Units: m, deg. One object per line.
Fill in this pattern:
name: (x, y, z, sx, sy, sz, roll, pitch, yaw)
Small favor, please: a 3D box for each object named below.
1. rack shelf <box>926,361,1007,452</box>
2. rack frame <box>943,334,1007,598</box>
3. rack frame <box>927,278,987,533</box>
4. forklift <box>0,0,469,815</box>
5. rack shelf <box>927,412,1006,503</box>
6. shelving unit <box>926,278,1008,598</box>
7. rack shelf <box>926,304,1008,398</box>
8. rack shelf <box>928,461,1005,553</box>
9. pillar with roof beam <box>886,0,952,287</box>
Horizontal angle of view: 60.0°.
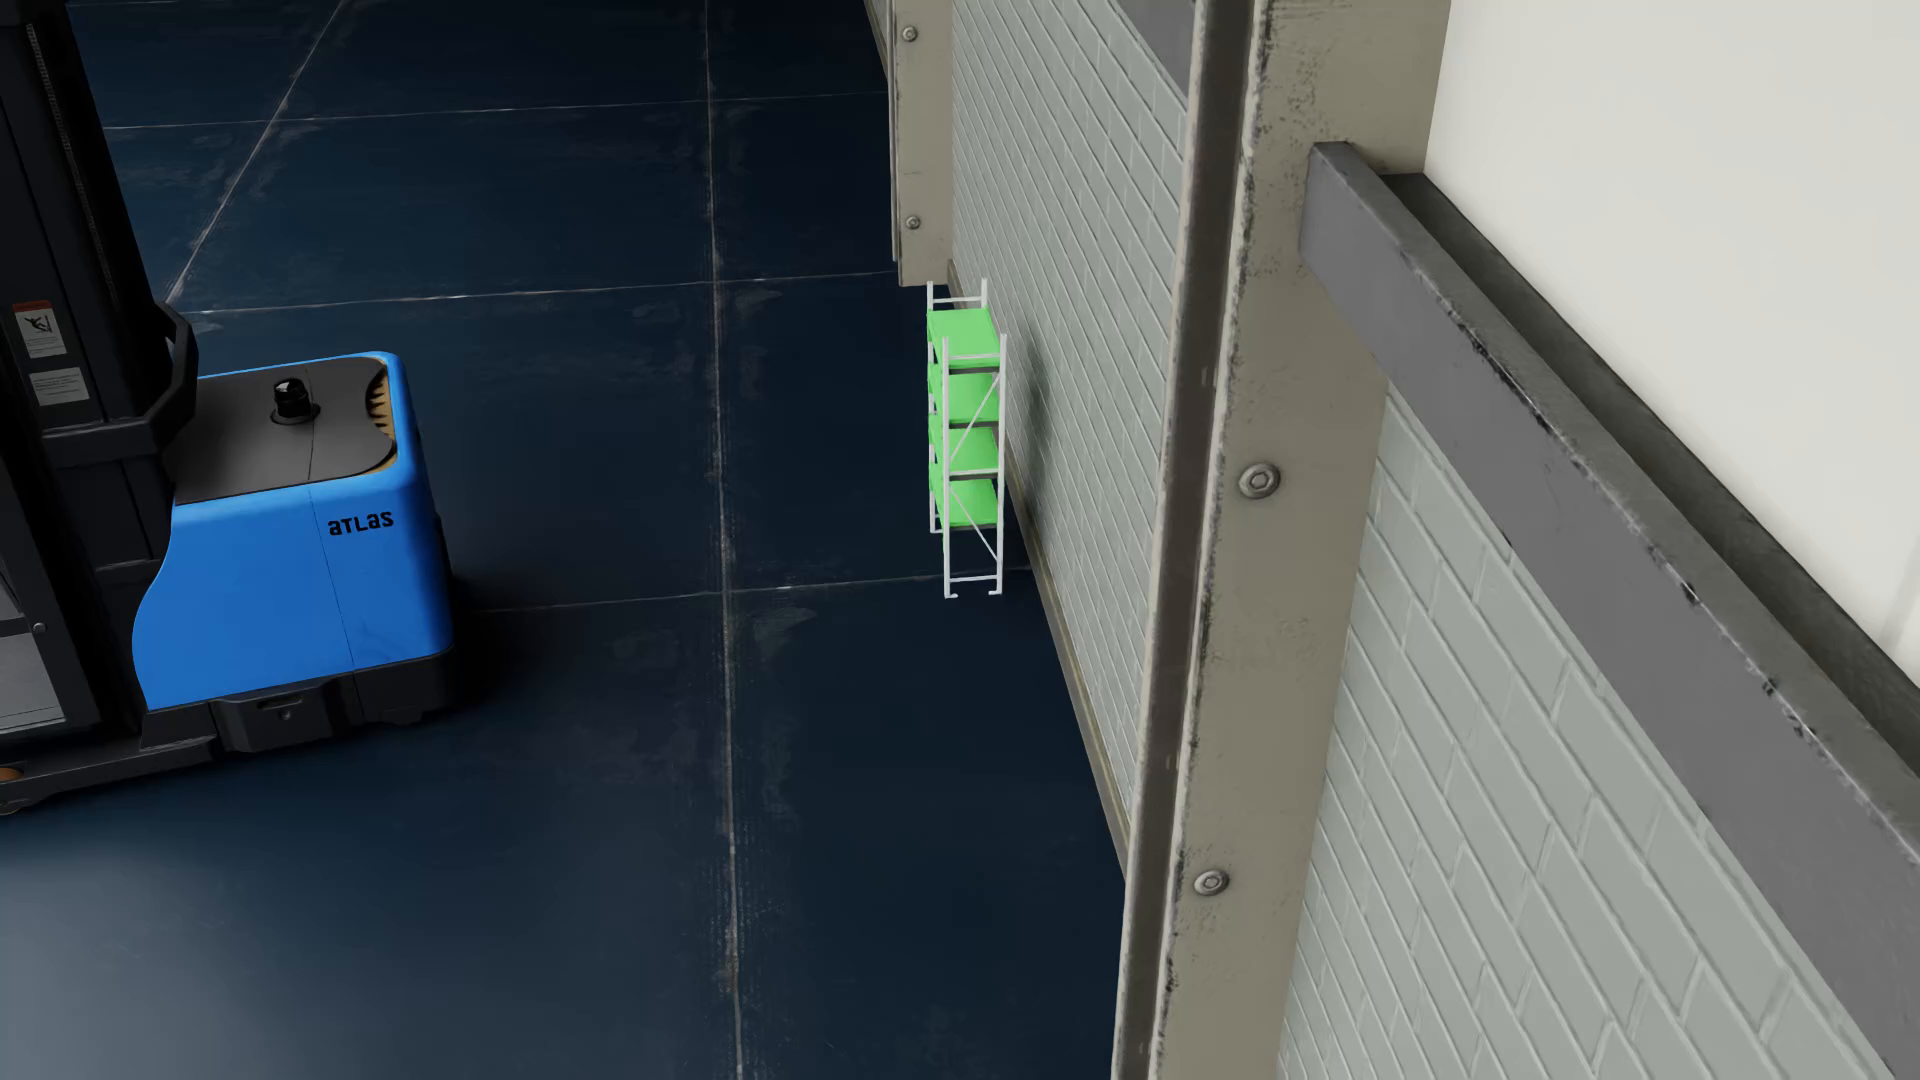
rack shelf: (0.022, -0.549, 6.677, 0.258, 0.148, 0.480, -4, 35, -6)
rack frame: (0.055, -0.267, 6.577, 0.240, 1.200, 0.015, -4, 35, -6)
rack frame: (-0.011, -0.540, 6.976, 0.240, 1.200, 0.015, -4, 35, -6)
forklift: (-3.433, -0.546, 5.448, 3.031, 2.935, 1.130, -11, 36, -16)
rack shelf: (0.022, -0.351, 6.813, 0.258, 0.148, 0.480, -4, 35, -6)
shelving unit: (0.022, -0.403, 6.777, 0.258, 1.200, 0.503, -4, 35, -6)
rack shelf: (0.022, -0.747, 6.542, 0.258, 0.148, 0.480, -4, 35, -6)
rack shelf: (0.022, -0.152, 6.948, 0.258, 0.148, 0.480, -4, 35, -6)
pillar with roof beam: (-4.478, -4.938, 6.505, 9.100, 9.000, 0.400, -4, 35, -6)
